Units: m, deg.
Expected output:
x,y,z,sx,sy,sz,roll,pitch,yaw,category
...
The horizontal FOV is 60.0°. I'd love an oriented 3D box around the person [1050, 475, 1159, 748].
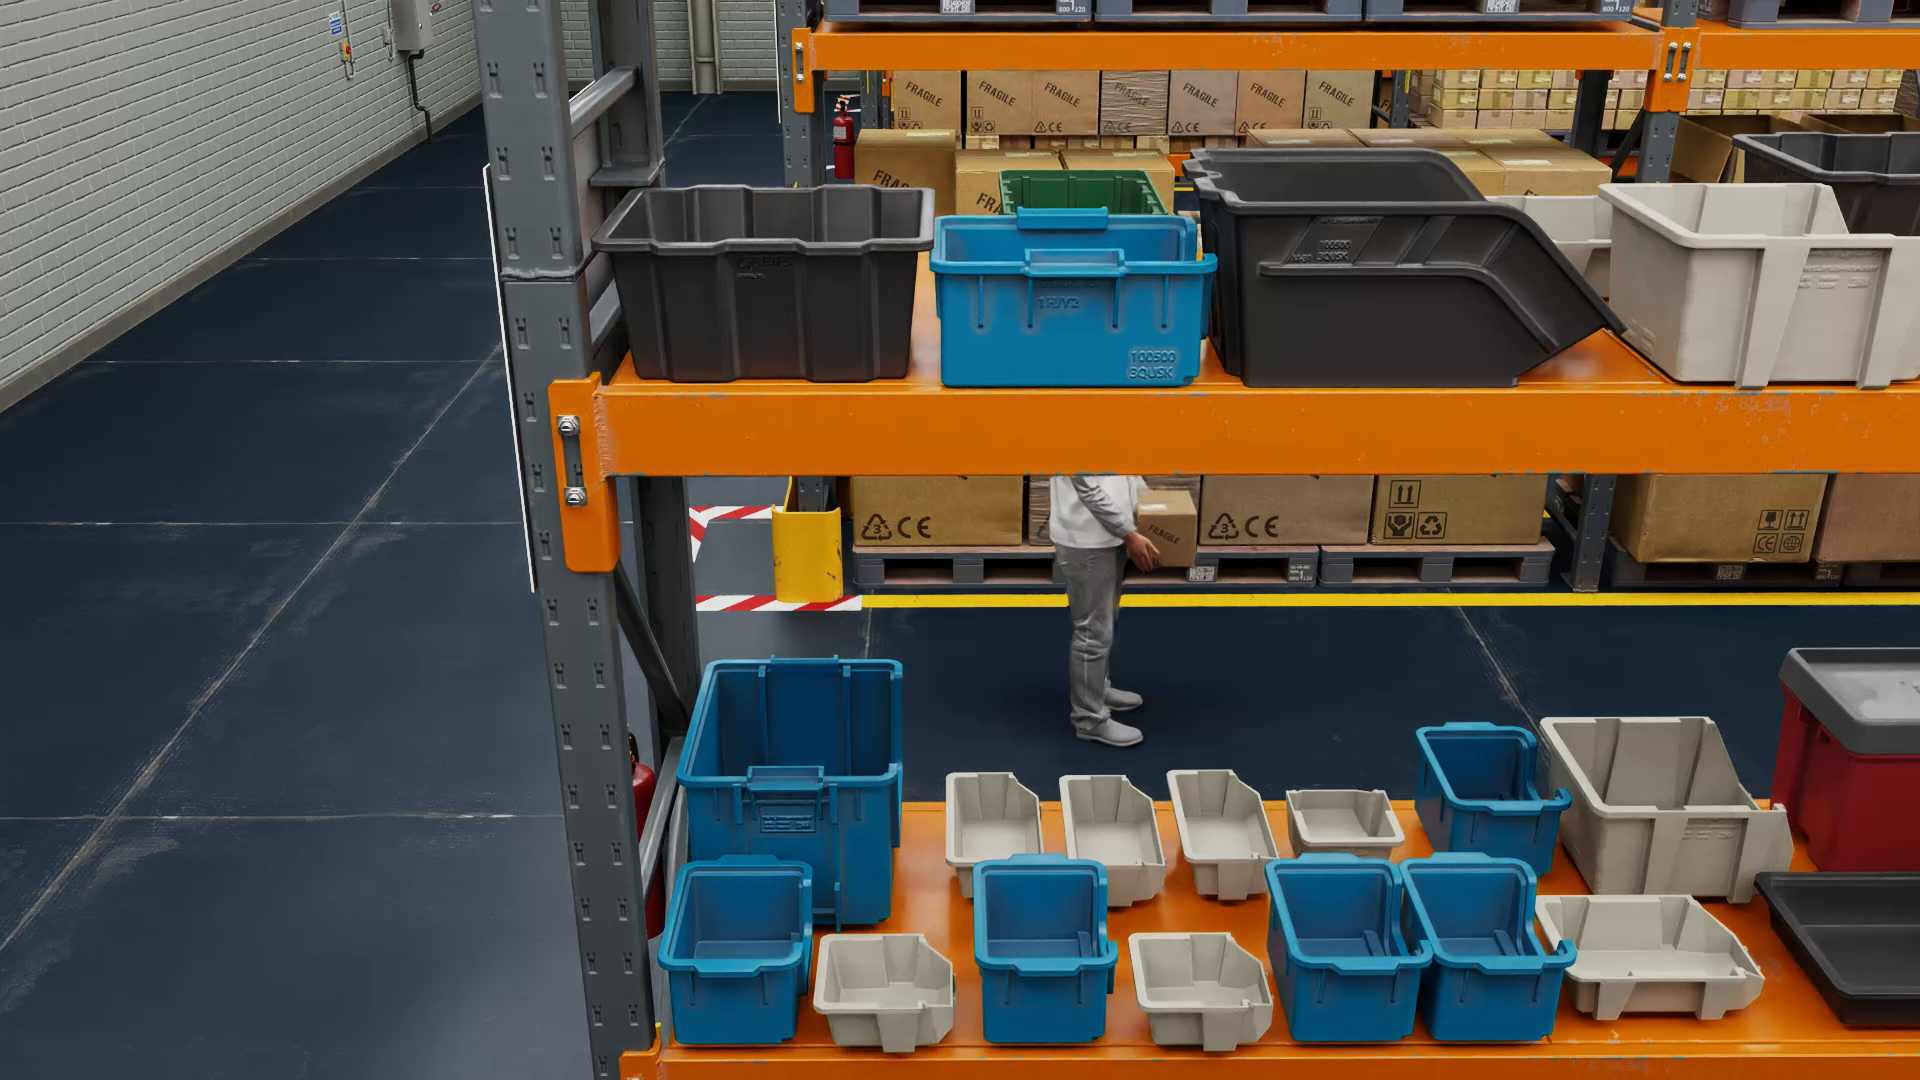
x,y,z,sx,sy,sz,roll,pitch,yaw,category
0.634,-0.021,7.110,0.521,1.776,0.516,9,25,19,person
